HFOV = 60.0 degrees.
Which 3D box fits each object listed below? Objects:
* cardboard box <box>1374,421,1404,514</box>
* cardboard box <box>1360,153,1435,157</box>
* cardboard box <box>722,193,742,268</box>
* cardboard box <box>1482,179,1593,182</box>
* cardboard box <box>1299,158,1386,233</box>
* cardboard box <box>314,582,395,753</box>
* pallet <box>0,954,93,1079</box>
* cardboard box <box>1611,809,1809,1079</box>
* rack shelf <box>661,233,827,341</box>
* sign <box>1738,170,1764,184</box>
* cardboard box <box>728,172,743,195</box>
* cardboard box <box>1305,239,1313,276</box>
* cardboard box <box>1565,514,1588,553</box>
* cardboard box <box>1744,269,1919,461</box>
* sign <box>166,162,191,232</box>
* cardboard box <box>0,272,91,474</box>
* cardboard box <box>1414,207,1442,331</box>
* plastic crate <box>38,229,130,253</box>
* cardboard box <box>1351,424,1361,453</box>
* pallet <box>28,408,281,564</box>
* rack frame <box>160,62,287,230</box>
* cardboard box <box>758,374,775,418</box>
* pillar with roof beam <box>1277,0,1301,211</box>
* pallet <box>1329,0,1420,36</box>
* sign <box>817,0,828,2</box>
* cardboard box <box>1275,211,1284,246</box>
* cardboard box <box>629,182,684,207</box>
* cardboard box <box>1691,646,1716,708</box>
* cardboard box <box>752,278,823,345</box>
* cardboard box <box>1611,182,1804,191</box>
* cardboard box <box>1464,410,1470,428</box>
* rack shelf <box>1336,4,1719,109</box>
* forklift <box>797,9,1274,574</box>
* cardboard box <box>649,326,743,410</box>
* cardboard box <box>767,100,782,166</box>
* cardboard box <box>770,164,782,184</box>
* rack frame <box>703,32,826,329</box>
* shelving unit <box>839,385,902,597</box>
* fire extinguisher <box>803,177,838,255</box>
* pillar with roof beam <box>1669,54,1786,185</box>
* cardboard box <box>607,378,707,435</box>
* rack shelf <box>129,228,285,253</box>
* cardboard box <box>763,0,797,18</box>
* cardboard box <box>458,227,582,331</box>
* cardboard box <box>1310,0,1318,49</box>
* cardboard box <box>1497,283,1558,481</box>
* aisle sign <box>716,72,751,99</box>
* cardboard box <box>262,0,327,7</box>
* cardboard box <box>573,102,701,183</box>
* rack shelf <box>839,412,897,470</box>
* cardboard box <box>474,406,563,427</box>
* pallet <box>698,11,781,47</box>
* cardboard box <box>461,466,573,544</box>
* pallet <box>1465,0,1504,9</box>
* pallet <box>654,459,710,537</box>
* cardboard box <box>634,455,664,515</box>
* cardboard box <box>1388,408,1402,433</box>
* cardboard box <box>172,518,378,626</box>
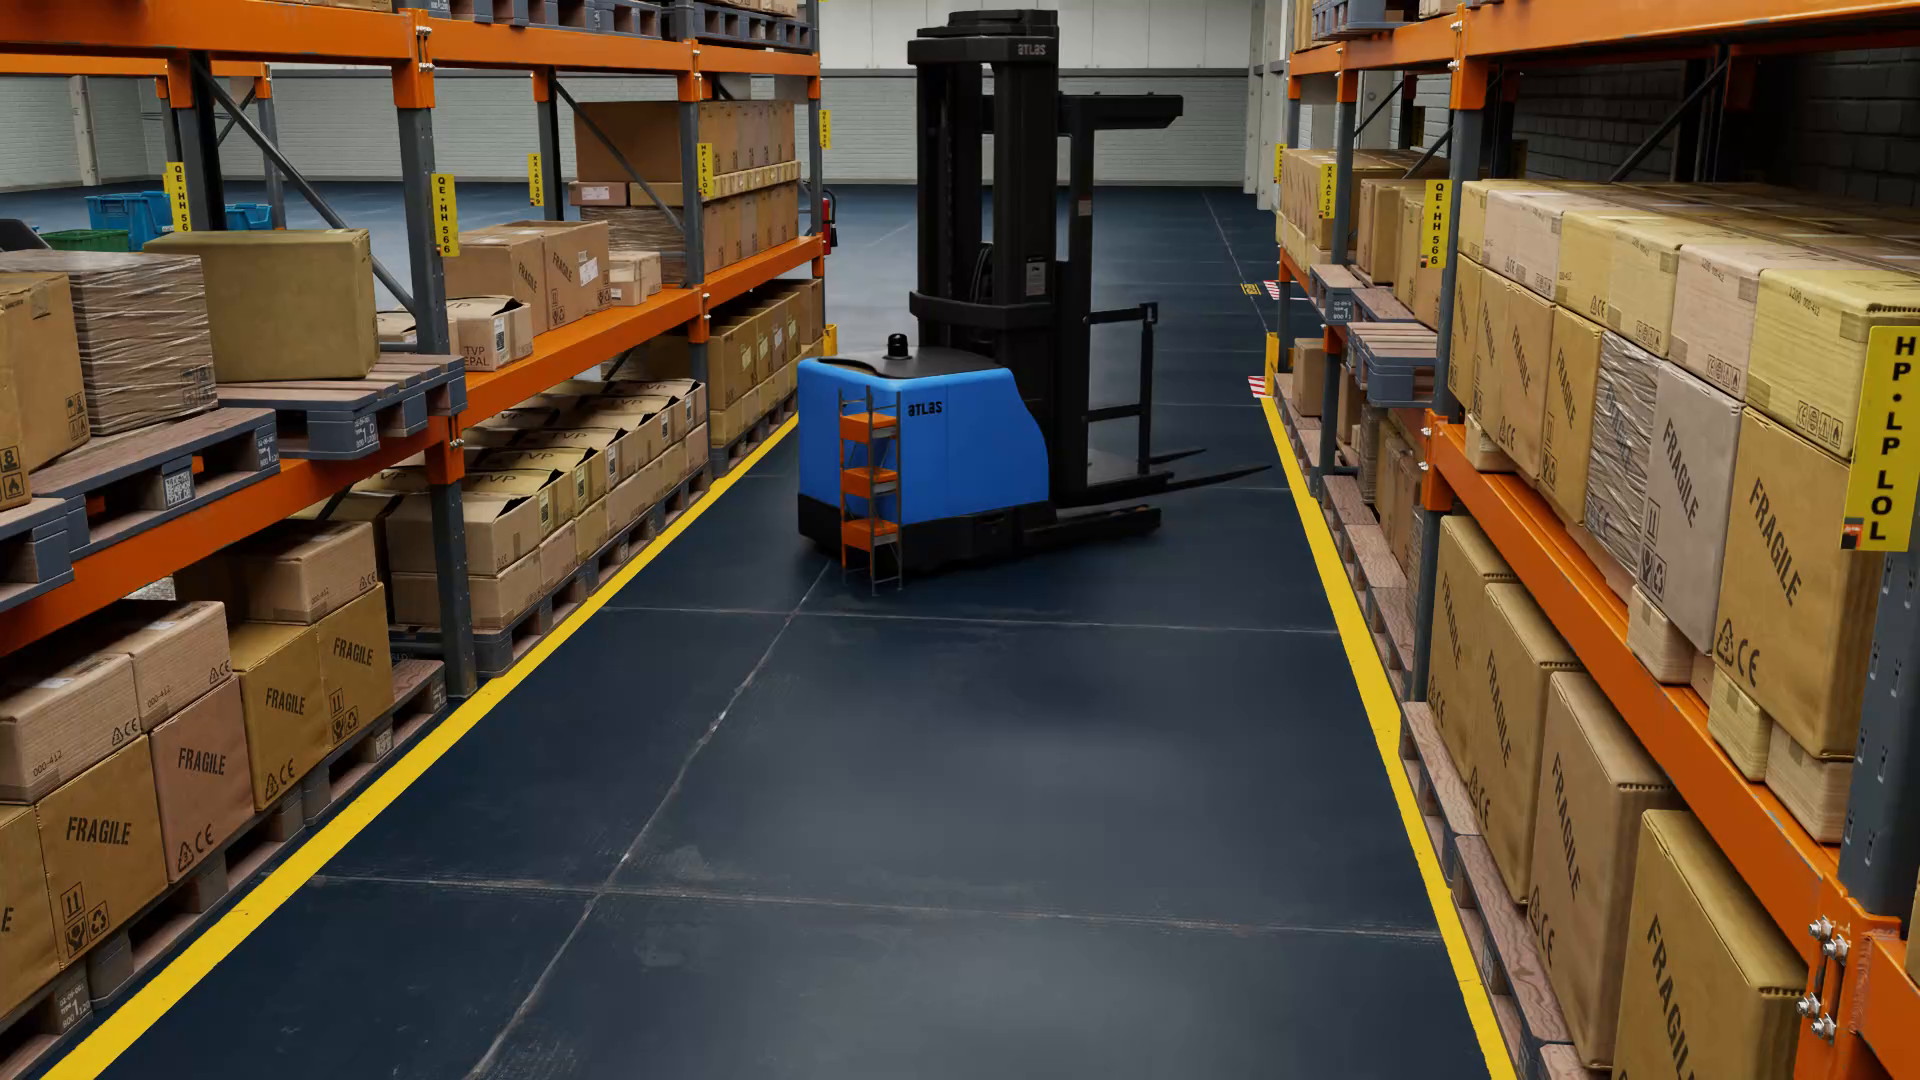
[{"bbox_3d":[2.699,-0.361,9.198,0.700,0.500,0.500,1,15,5],"label":"cardboard box"},{"bbox_3d":[3.262,-2.626,12.441,0.500,0.500,0.500,1,15,5],"label":"cardboard box"},{"bbox_3d":[-1.992,-2.258,12.075,0.700,0.500,0.500,2,15,7],"label":"cardboard box"},{"bbox_3d":[2.353,-1.393,6.791,0.380,0.149,0.250,-1,15,-3],"label":"cardboard box"},{"bbox_3d":[2.638,-2.373,11.506,0.500,0.500,0.500,1,15,5],"label":"cardboard box"},{"bbox_3d":[-2.473,0.454,6.184,0.500,0.500,0.500,2,15,8],"label":"cardboard box"},{"bbox_3d":[-2.997,1.381,4.149,1.003,0.211,1.213,2,15,6],"label":"pallet"},{"bbox_3d":[1.815,1.055,3.328,0.750,0.750,0.750,2,15,7],"label":"cardboard box"},{"bbox_3d":[-1.923,-1.999,12.686,1.077,0.370,4.000,2,15,6],"label":"rack shelf"},{"bbox_3d":[2.874,-1.189,6.093,0.100,0.325,0.005,2,15,6],"label":"sign"},{"bbox_3d":[-1.785,-2.587,12.050,0.380,0.149,0.250,1,15,5],"label":"cardboard box"},{"bbox_3d":[2.590,-1.881,11.119,0.500,0.250,0.500,2,15,7],"label":"cardboard box"},{"bbox_3d":[1.893,-0.057,4.569,0.380,0.149,0.250,2,15,7],"label":"cardboard box"},{"bbox_3d":[1.669,-0.300,2.788,0.500,0.250,0.500,2,15,8],"label":"cardboard box"},{"bbox_3d":[-3.152,-1.365,6.744,0.100,0.325,0.005,2,15,6],"label":"sign"},{"bbox_3d":[-2.914,-0.464,4.634,0.700,0.500,0.500,-2,15,-8],"label":"cardboard box"},{"bbox_3d":[2.401,-1.174,7.222,0.700,0.500,0.500,0,15,1],"label":"cardboard box"},{"bbox_3d":[-6.637,-2.216,12.516,0.450,0.188,0.662,2,15,6],"label":"plastic crate"},{"bbox_3d":[2.804,-0.667,10.967,0.380,0.166,0.250,0,15,-1],"label":"cardboard box"},{"bbox_3d":[-2.815,-0.193,4.997,1.003,0.211,1.213,2,15,6],"label":"pallet"},{"bbox_3d":[-6.619,-3.012,15.054,1.000,3.000,0.127,2,15,6],"label":"rack frame"},{"bbox_3d":[-1.672,-1.073,12.348,0.500,0.250,0.500,2,15,6],"label":"cardboard box"},{"bbox_3d":[1.759,-10.204,30.160,9.100,9.000,0.400,2,15,6],"label":"pillar with roof beam"},{"bbox_3d":[2.484,-2.614,8.195,1.213,0.211,1.003,2,15,6],"label":"pallet"},{"bbox_3d":[-1.160,-4.683,13.942,0.100,0.325,0.005,2,15,6],"label":"sign"},{"bbox_3d":[2.854,-2.540,13.558,0.500,0.250,0.500,1,15,5],"label":"cardboard box"},{"bbox_3d":[-1.926,-2.253,10.813,0.380,0.149,0.250,2,15,6],"label":"cardboard box"},{"bbox_3d":[1.707,0.276,3.338,0.380,0.149,0.250,2,15,8],"label":"cardboard box"},{"bbox_3d":[-1.462,-1.955,14.170,0.500,0.500,0.500,2,15,6],"label":"cardboard box"},{"bbox_3d":[2.529,-1.083,5.686,0.500,0.250,0.500,2,15,8],"label":"cardboard box"},{"bbox_3d":[2.055,-0.455,6.041,0.380,0.149,0.250,1,15,5],"label":"cardboard box"},{"bbox_3d":[2.548,-2.265,7.922,1.077,0.370,4.000,2,15,6],"label":"rack shelf"},{"bbox_3d":[0.569,-1.516,9.654,3.031,2.935,1.130,-11,18,-34],"label":"forklift"},{"bbox_3d":[-1.786,-1.176,11.291,0.500,0.500,0.500,2,15,6],"label":"cardboard box"},{"bbox_3d":[-1.823,-3.269,13.326,0.700,0.500,0.500,1,15,5],"label":"cardboard box"},{"bbox_3d":[-1.639,-2.922,13.288,0.380,0.149,0.250,2,15,7],"label":"cardboard box"},{"bbox_3d":[-1.698,-2.865,14.511,1.000,3.000,0.127,2,15,6],"label":"rack frame"},{"bbox_3d":[-0.461,-0.255,8.594,0.215,1.050,0.252,-13,20,-40],"label":"shelving unit"},{"bbox_3d":[-1.223,-2.845,14.584,0.296,0.674,0.183,2,15,6],"label":"fire extinguisher"},{"bbox_3d":[-0.949,-3.980,7.140,9.100,9.000,0.400,2,15,6],"label":"pillar with roof beam"},{"bbox_3d":[-1.910,-0.860,10.485,0.500,0.311,0.500,2,15,6],"label":"cardboard box"},{"bbox_3d":[-6.845,-2.146,13.230,1.077,0.370,4.000,2,15,6],"label":"rack shelf"},{"bbox_3d":[-1.566,-4.204,12.933,0.500,0.250,0.500,2,15,6],"label":"cardboard box"},{"bbox_3d":[-2.368,-1.411,8.941,0.500,0.500,0.500,2,15,6],"label":"cardboard box"},{"bbox_3d":[2.749,-3.734,11.748,0.500,0.500,0.500,3,15,10],"label":"cardboard box"},{"bbox_3d":[1.888,-0.464,4.832,0.500,0.500,0.500,2,15,6],"label":"cardboard box"},{"bbox_3d":[-1.995,-4.146,14.268,0.394,0.787,0.004,2,15,6],"label":"aisle sign"},{"bbox_3d":[-2.674,-2.040,5.522,0.910,0.500,0.500,2,15,6],"label":"cardboard box"},{"bbox_3d":[-2.105,-2.617,10.918,0.700,0.500,0.500,2,15,7],"label":"cardboard box"},{"bbox_3d":[-0.461,-0.519,8.523,0.215,0.259,0.240,-13,20,-40],"label":"rack shelf"},{"bbox_3d":[-2.562,-0.610,9.560,0.500,0.311,0.500,1,15,4],"label":"cardboard box"},{"bbox_3d":[-1.938,-3.770,12.282,1.003,0.211,1.213,2,15,6],"label":"pallet"},{"bbox_3d":[-2.199,-0.200,8.044,0.500,0.311,0.500,1,15,5],"label":"cardboard box"},{"bbox_3d":[2.302,-1.833,5.311,1.213,0.211,1.003,2,15,9],"label":"pallet"},{"bbox_3d":[-2.193,-0.289,10.327,1.003,0.211,1.213,2,15,6],"label":"pallet"},{"bbox_3d":[-2.024,-0.323,9.573,0.500,0.250,0.500,2,15,8],"label":"cardboard box"},{"bbox_3d":[2.661,-0.745,9.179,0.500,0.250,0.500,1,15,5],"label":"cardboard box"},{"bbox_3d":[-2.475,0.106,6.031,0.500,0.250,0.500,2,15,8],"label":"cardboard box"}]
